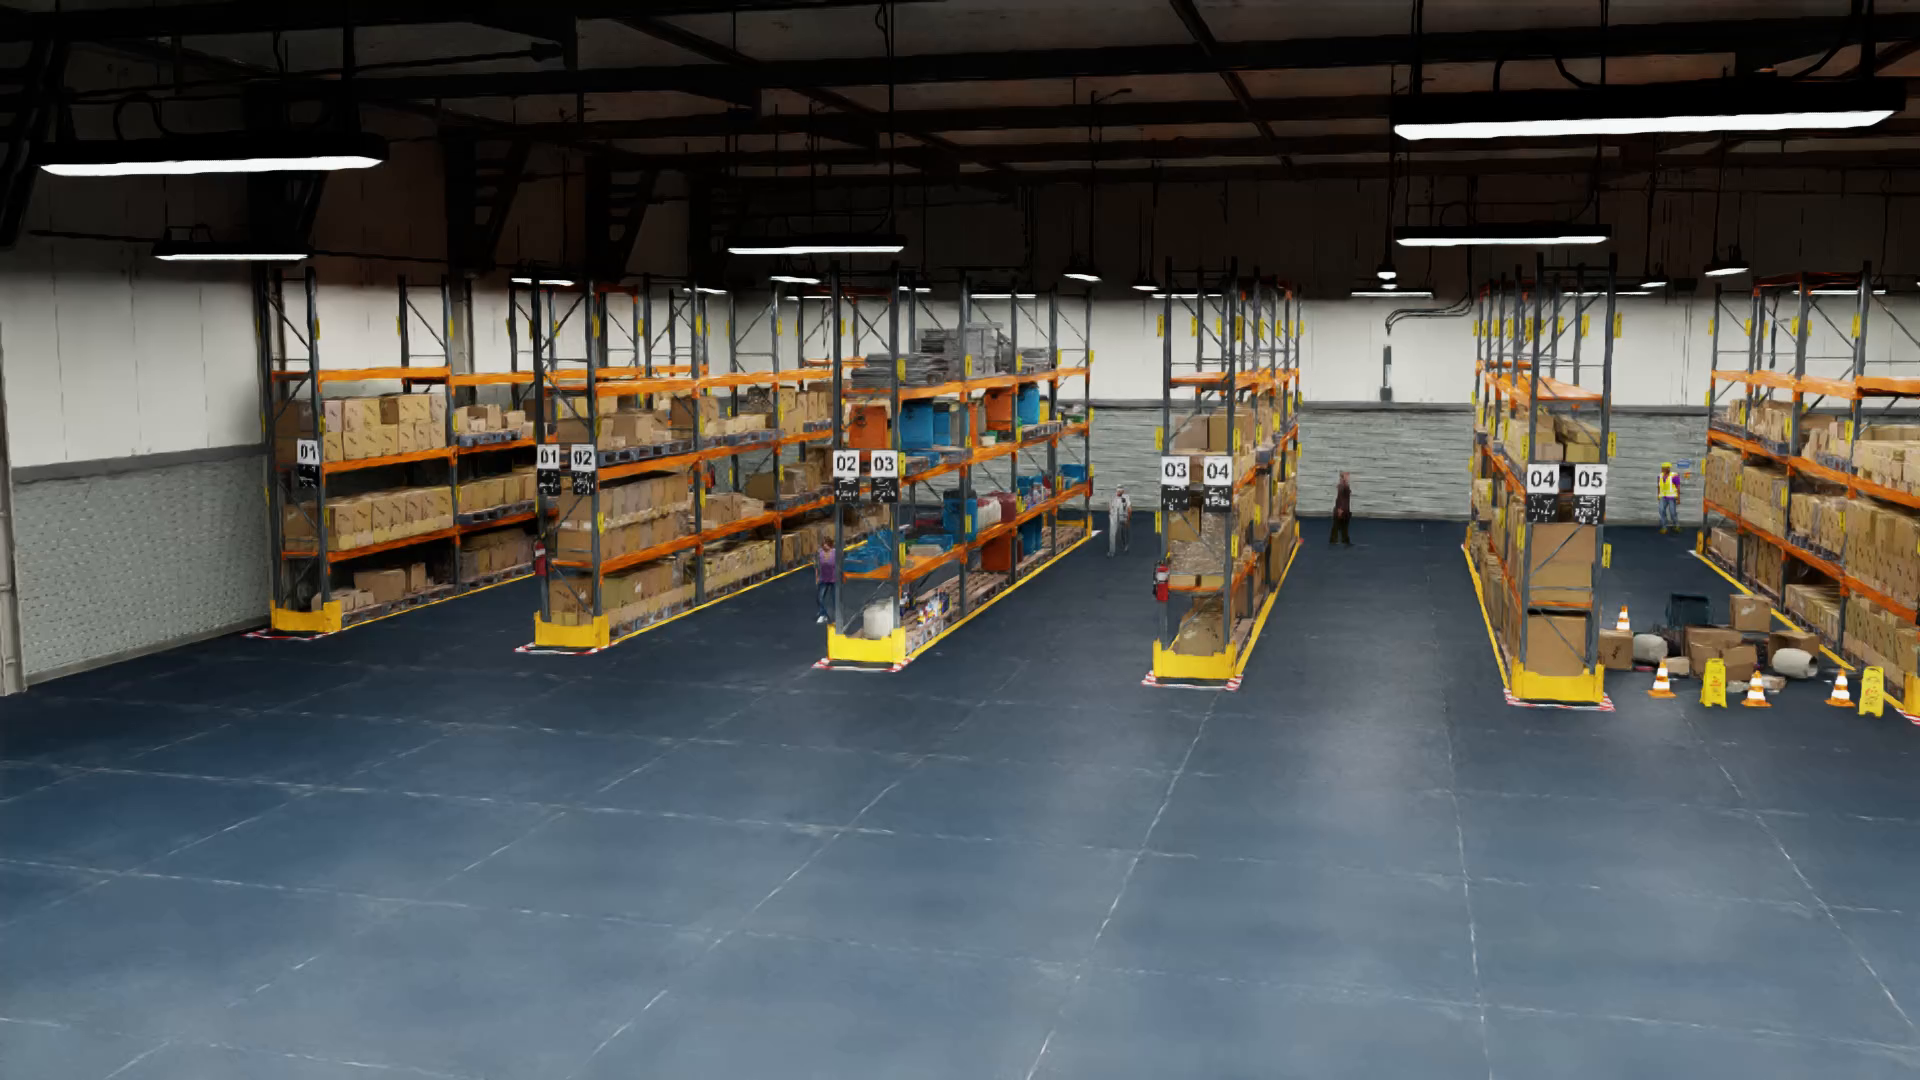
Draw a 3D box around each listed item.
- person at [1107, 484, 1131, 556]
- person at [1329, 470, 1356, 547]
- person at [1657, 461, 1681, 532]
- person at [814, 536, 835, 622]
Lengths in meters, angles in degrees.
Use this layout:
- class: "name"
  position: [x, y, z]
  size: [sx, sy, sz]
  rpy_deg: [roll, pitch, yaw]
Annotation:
- class: "person"
  position: [3.548, -0.463, 36.820]
  size: [0.481, 1.583, 1.093]
  rpy_deg: [2, 7, 12]
- class: "person"
  position: [8.778, -0.728, 38.182]
  size: [0.543, 1.776, 0.690]
  rpy_deg: [3, 8, 25]
- class: "person"
  position: [17.522, -1.069, 41.072]
  size: [0.574, 1.751, 0.607]
  rpy_deg: [-6, 9, -39]
- class: "person"
  position: [-2.212, 0.737, 28.145]
  size: [0.566, 1.432, 0.512]
  rpy_deg: [2, 7, 12]
